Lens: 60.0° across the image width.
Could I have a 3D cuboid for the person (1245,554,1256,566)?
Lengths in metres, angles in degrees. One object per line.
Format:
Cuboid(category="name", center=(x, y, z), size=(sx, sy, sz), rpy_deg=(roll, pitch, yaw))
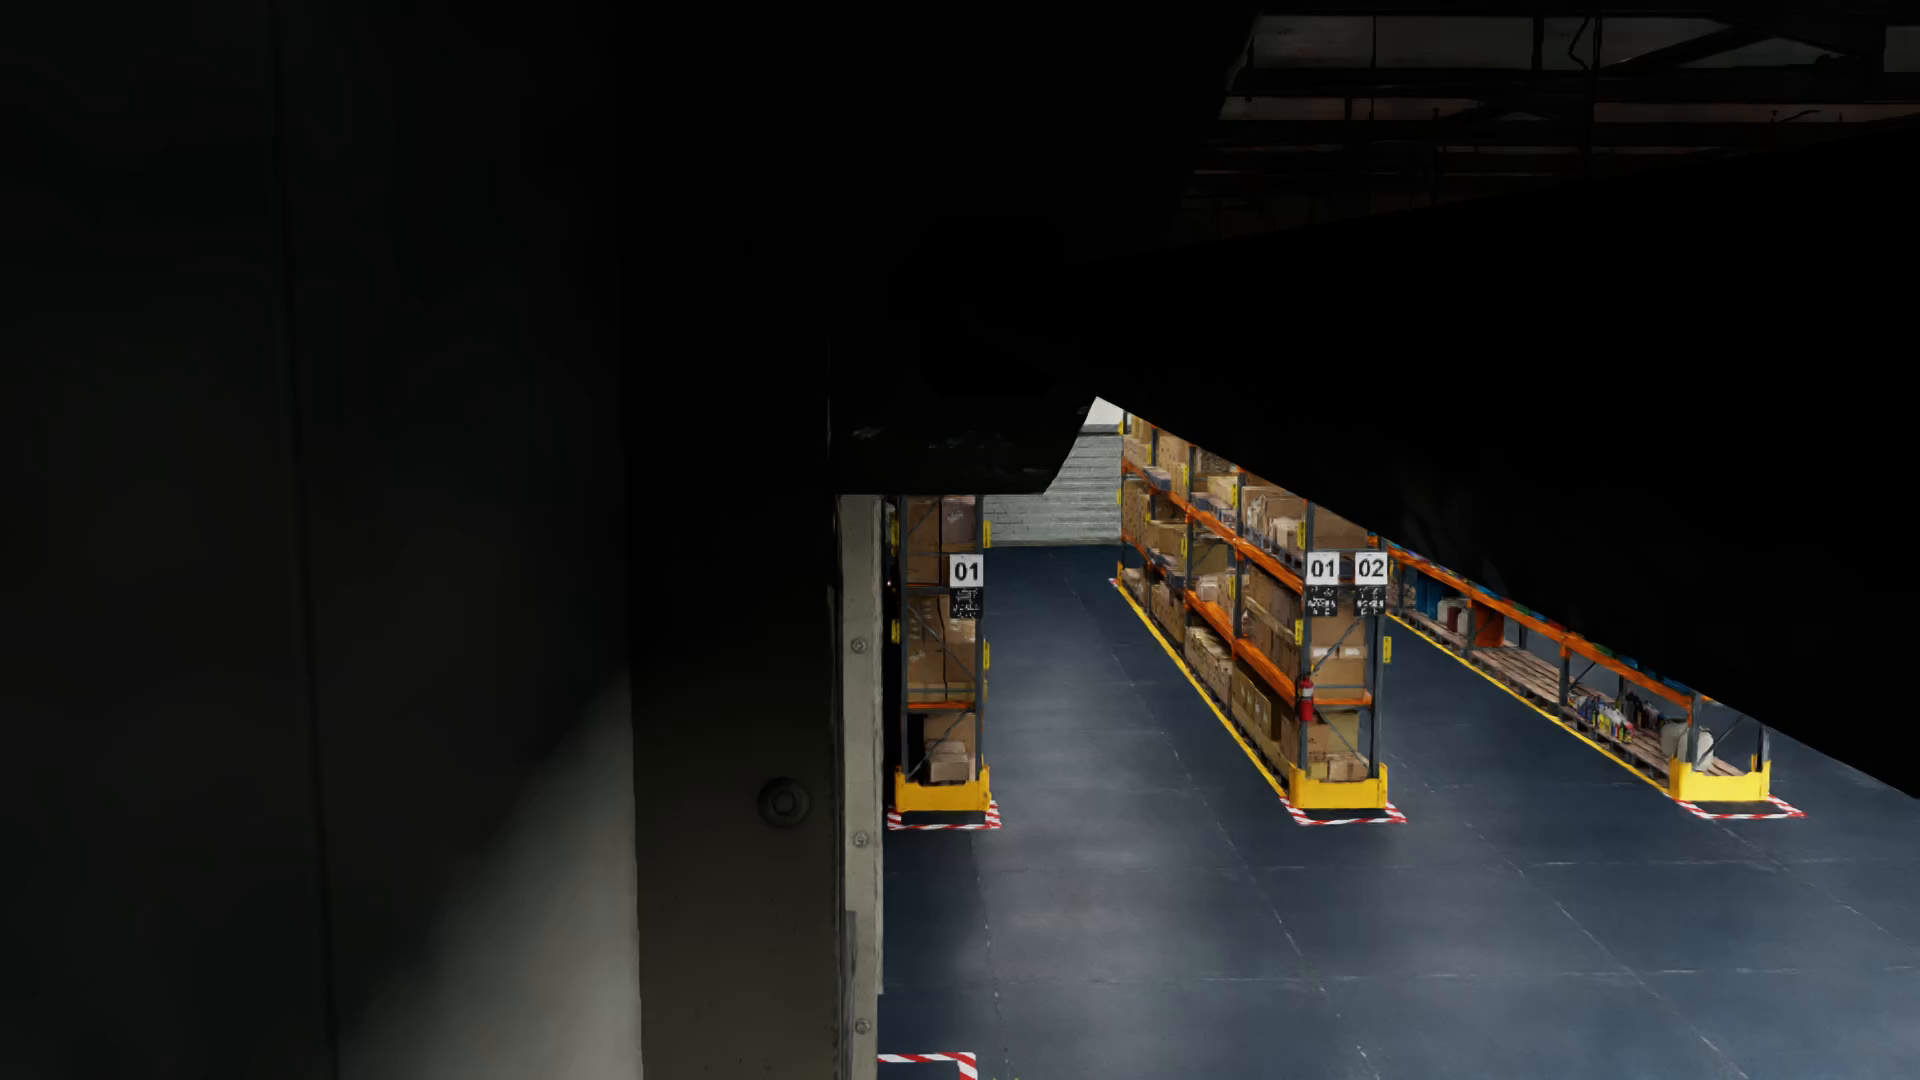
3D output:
Cuboid(category="person", center=(6.793, -0.132, 38.583), size=(0.628, 1.583, 0.828), rpy_deg=(0, 8, 3))
